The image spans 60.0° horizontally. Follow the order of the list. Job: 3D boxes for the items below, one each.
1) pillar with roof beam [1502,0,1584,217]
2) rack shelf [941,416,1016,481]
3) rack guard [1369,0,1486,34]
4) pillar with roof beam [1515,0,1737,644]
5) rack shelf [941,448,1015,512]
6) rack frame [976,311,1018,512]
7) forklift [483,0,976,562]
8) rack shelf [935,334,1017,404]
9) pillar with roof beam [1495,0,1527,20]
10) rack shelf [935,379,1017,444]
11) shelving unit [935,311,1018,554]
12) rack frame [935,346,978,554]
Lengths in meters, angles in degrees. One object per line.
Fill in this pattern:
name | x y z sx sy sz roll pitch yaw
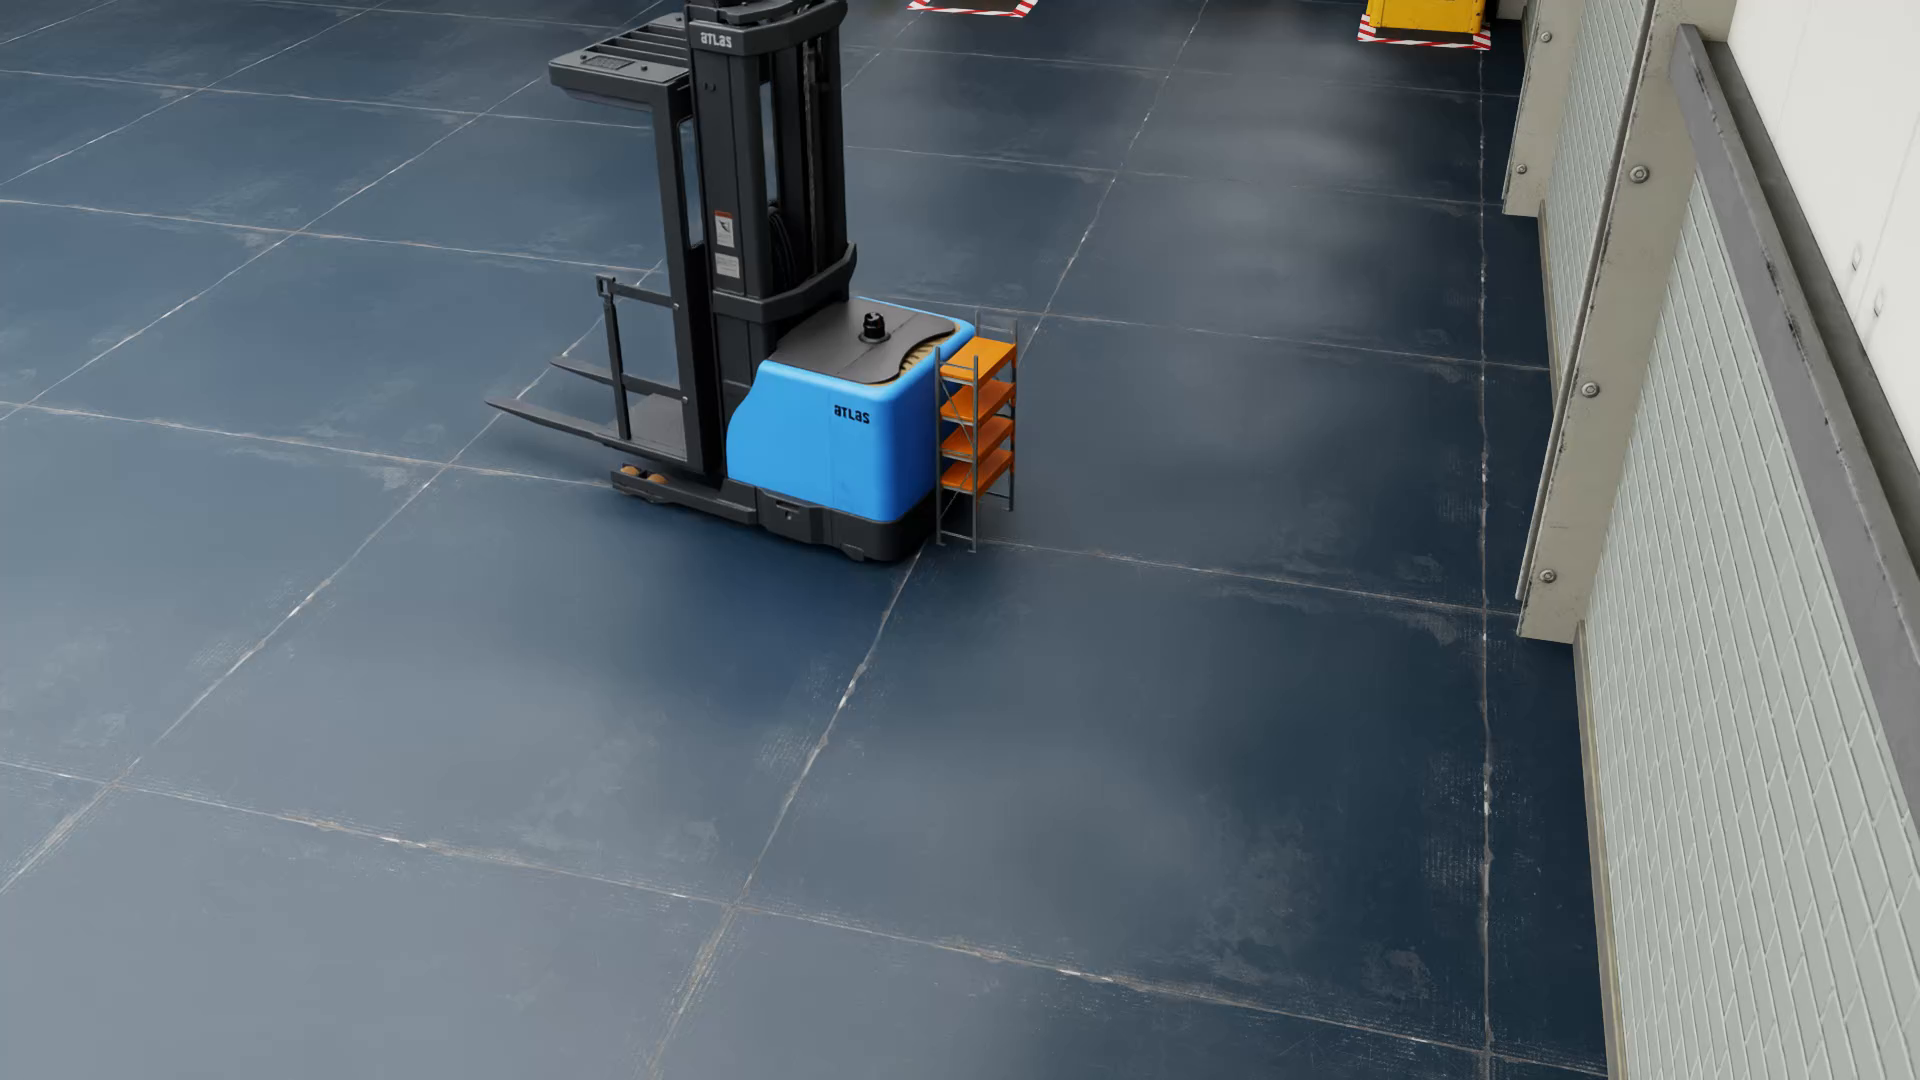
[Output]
pillar with roof beam | 0.399 -7.090 12.015 9.100 9.000 0.400 8 33 12
rack shelf | 0.089 -0.523 9.080 0.258 0.148 0.480 15 35 22
rack guard | 5.031 -5.780 17.875 1.175 0.500 0.348 8 33 12
pillar with roof beam | -1.123 -3.976 7.117 9.100 9.000 0.400 8 33 12
rack shelf | 0.089 -0.355 9.186 0.258 0.148 0.480 15 35 22
rack frame | 0.196 -0.698 9.229 0.240 1.200 0.015 15 35 22
forklift | -1.438 -1.677 9.156 3.031 2.935 1.130 16 36 24
rack shelf | 0.089 -0.911 8.833 0.258 0.148 0.480 15 35 22
pillar with roof beam | 1.922 -10.203 16.912 9.100 9.000 0.400 8 33 12
rack shelf | 0.089 -0.712 8.960 0.258 0.148 0.480 15 35 22
shelving unit | 0.089 -0.580 9.044 0.258 1.200 0.503 15 35 22
rack frame | -0.017 -0.462 8.858 0.240 1.200 0.015 15 35 22
